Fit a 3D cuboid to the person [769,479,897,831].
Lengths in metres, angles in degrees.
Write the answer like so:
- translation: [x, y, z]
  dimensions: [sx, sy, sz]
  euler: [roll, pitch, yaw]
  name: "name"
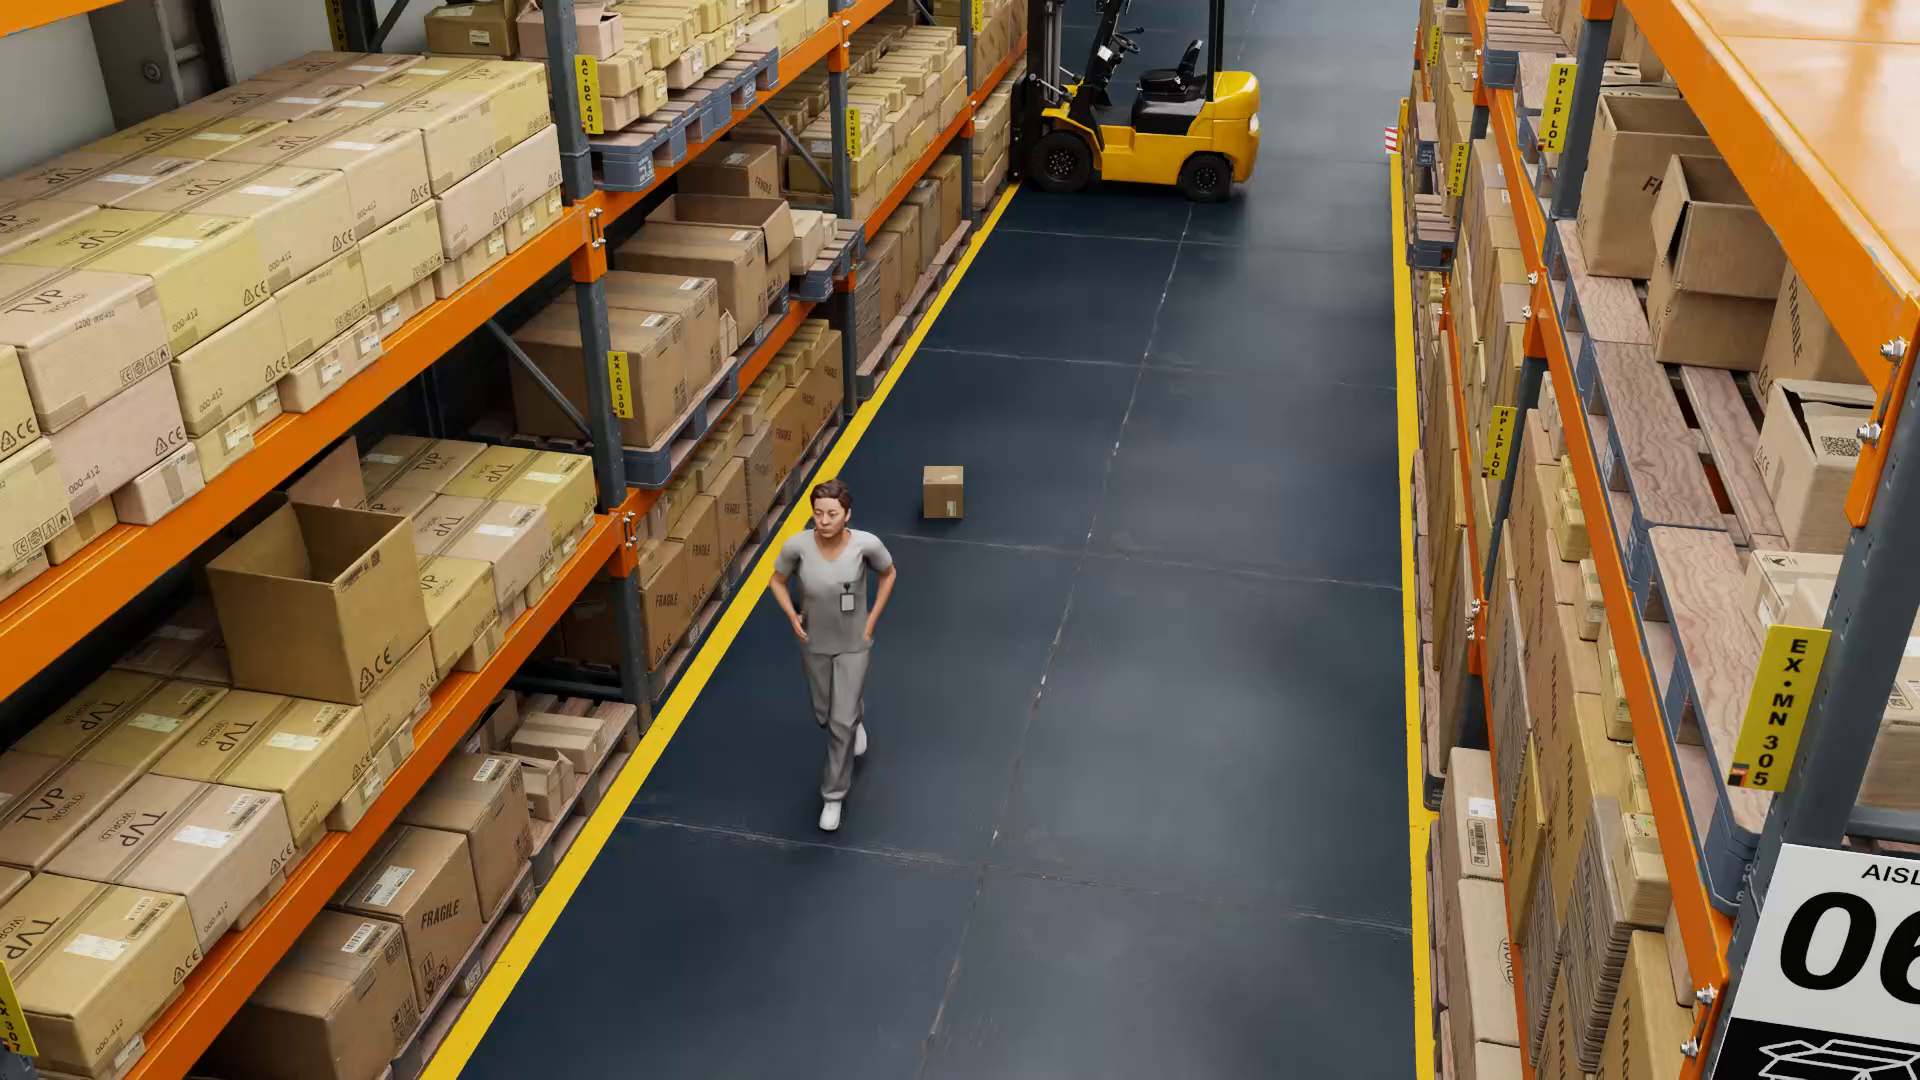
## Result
- translation: [-0.593, 0.475, 7.763]
  dimensions: [0.580, 1.665, 0.763]
  euler: [2, 29, 4]
  name: "person"
